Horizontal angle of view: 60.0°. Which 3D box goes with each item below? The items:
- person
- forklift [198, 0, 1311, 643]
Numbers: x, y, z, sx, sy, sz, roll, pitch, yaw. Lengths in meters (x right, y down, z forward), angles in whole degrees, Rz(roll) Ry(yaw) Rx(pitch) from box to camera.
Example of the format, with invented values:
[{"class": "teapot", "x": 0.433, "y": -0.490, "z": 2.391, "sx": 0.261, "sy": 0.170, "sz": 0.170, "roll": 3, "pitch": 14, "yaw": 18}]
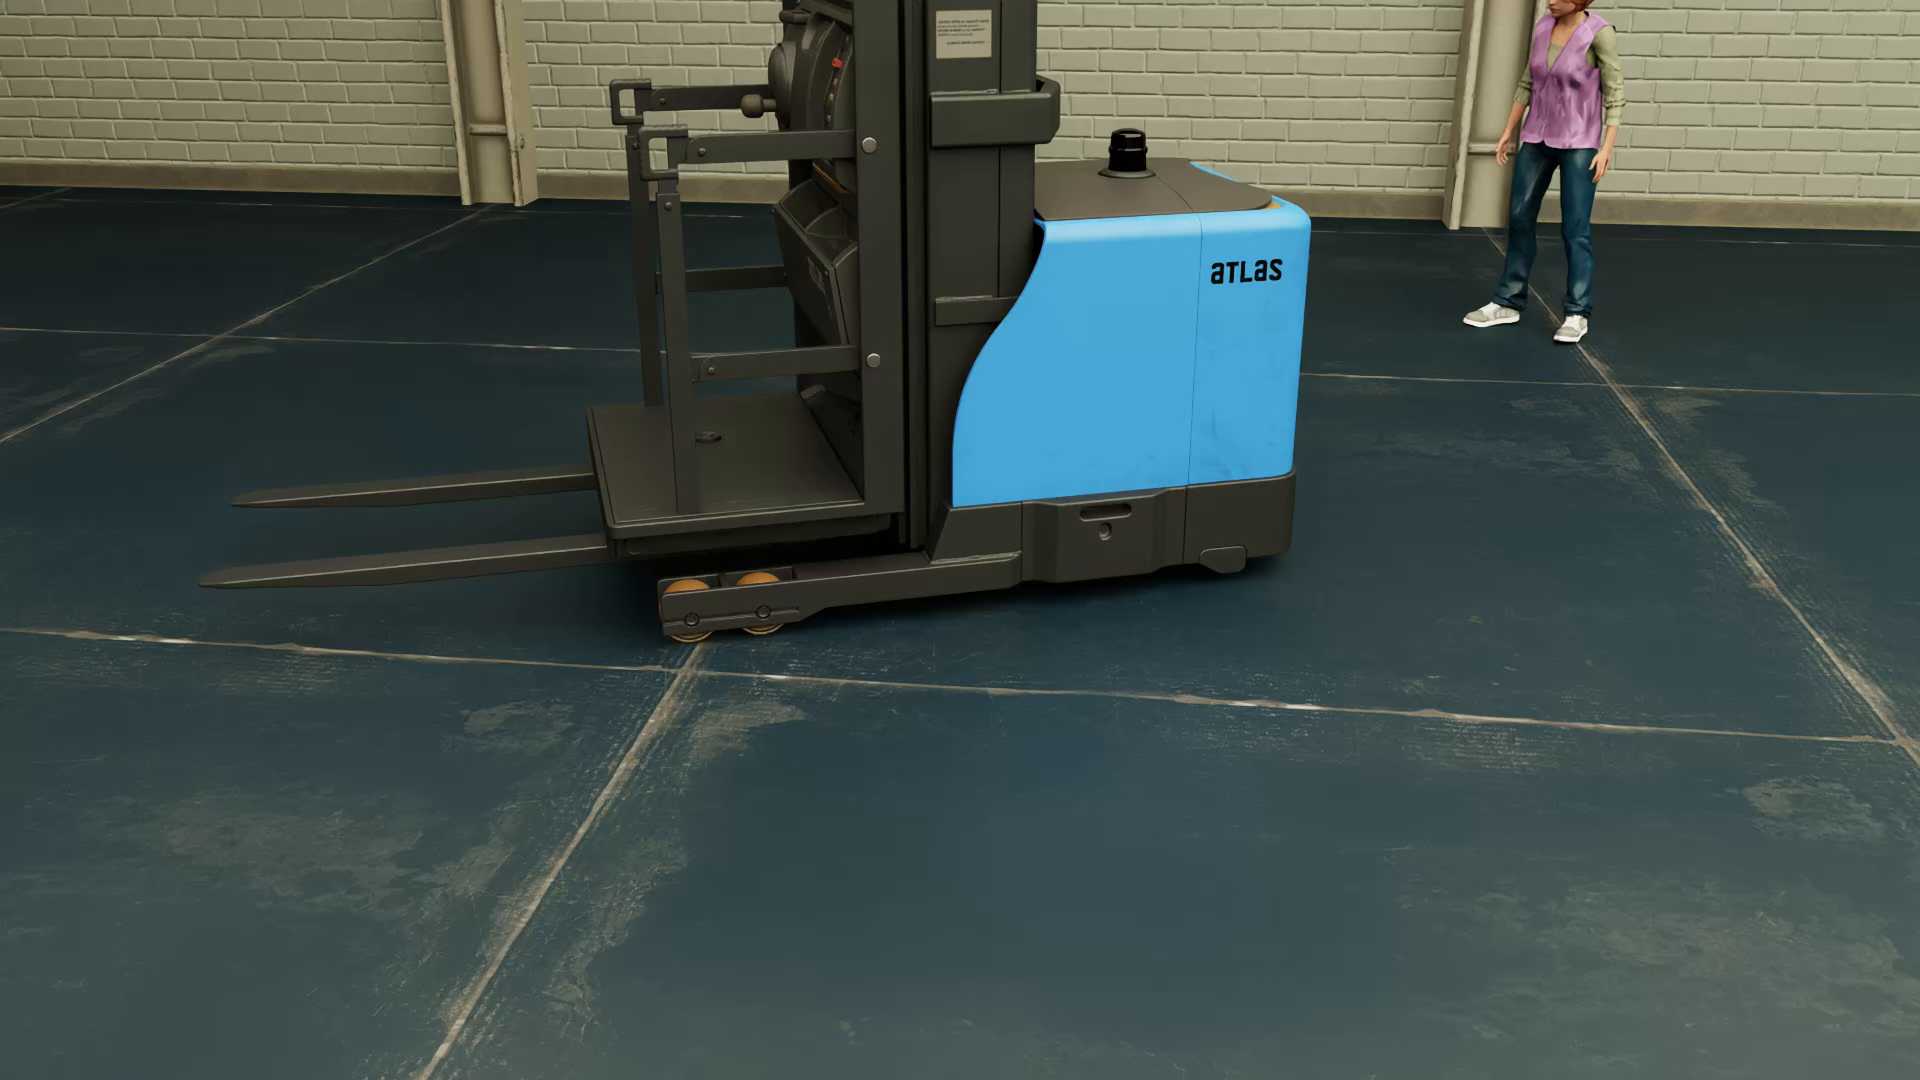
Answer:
[{"class": "person", "x": 2.605, "y": -1.690, "z": 7.261, "sx": 0.389, "sy": 1.589, "sz": 0.541, "roll": -16, "pitch": 27, "yaw": -34}, {"class": "forklift", "x": -0.588, "y": -1.301, "z": 4.485, "sx": 3.031, "sy": 2.935, "sz": 1.130, "roll": -6, "pitch": 23, "yaw": -14}]
